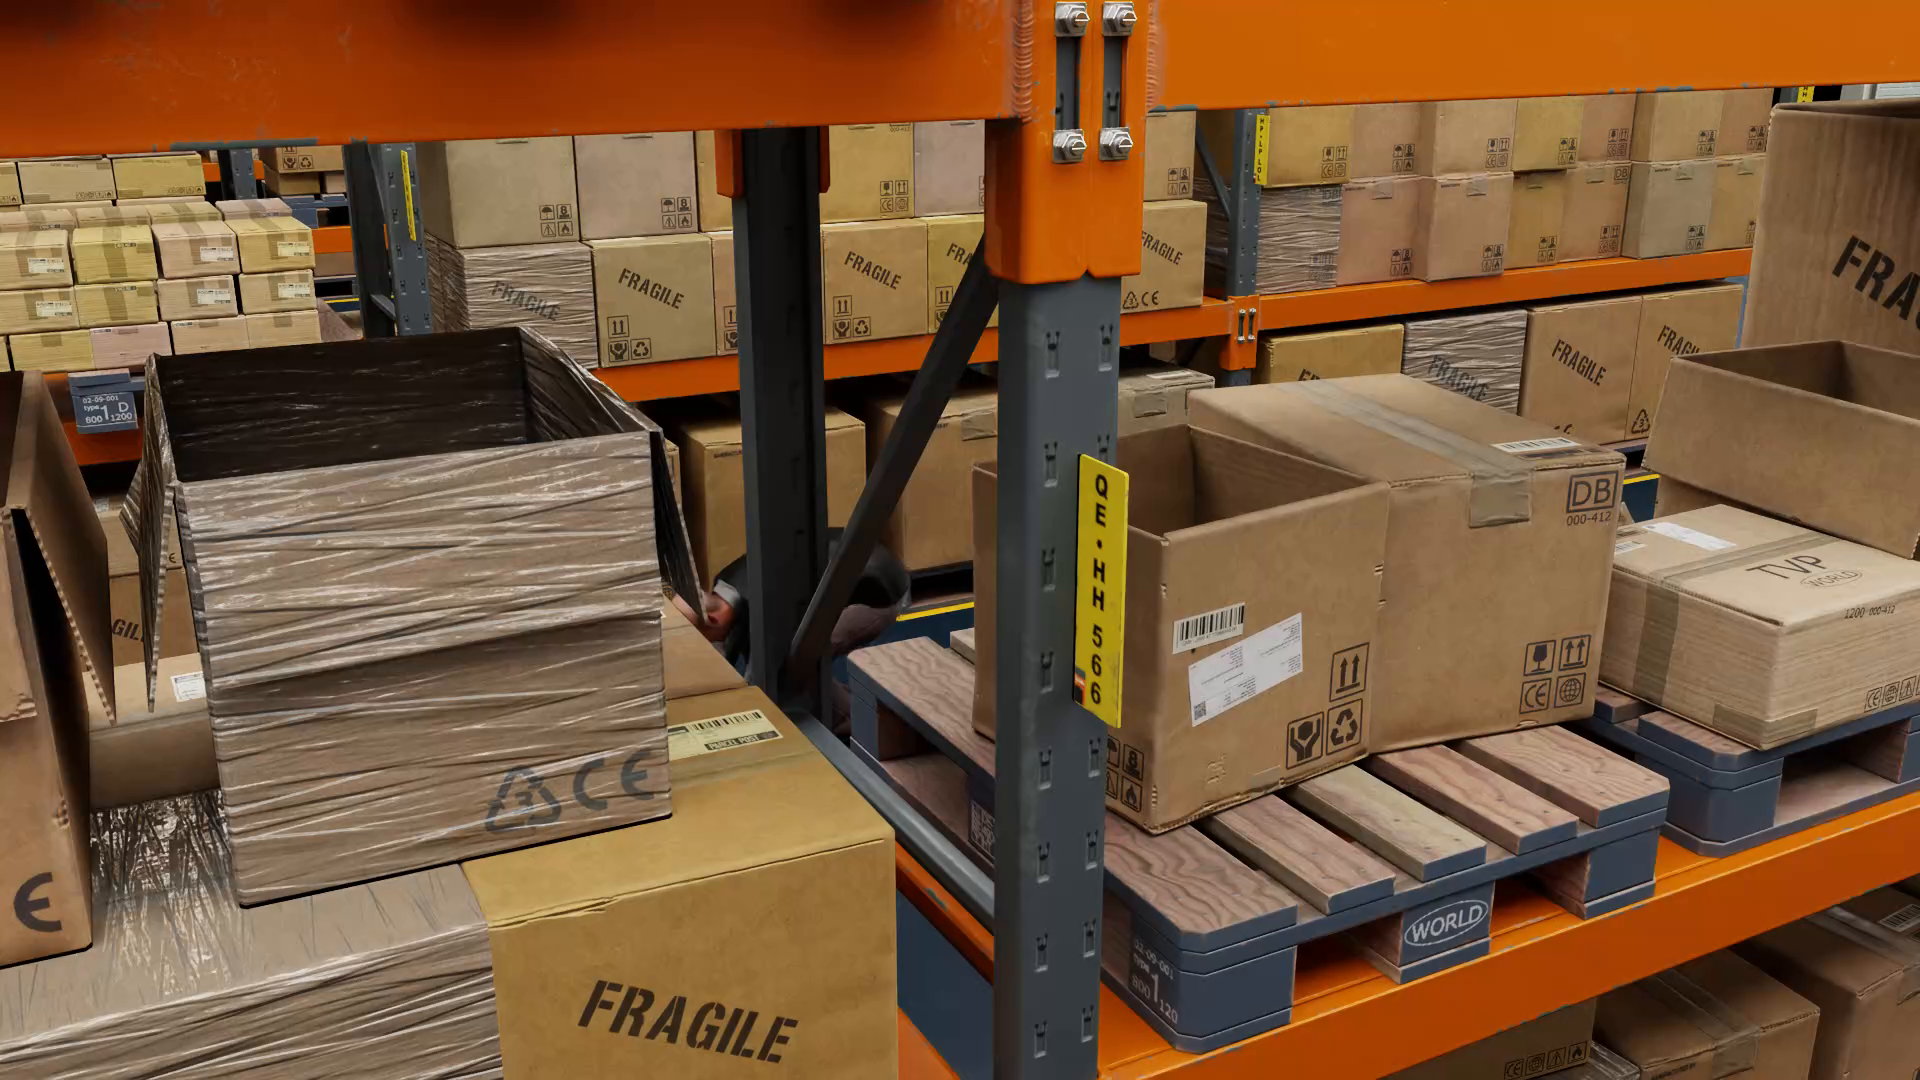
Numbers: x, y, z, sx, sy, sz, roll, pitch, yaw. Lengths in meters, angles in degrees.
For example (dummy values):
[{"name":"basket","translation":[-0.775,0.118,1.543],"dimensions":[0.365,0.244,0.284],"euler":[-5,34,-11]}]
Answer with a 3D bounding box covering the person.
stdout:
[{"name":"person","translation":[-0.657,0.399,6.337],"dimensions":[0.952,0.849,0.500],"euler":[-10,21,-28]}]
